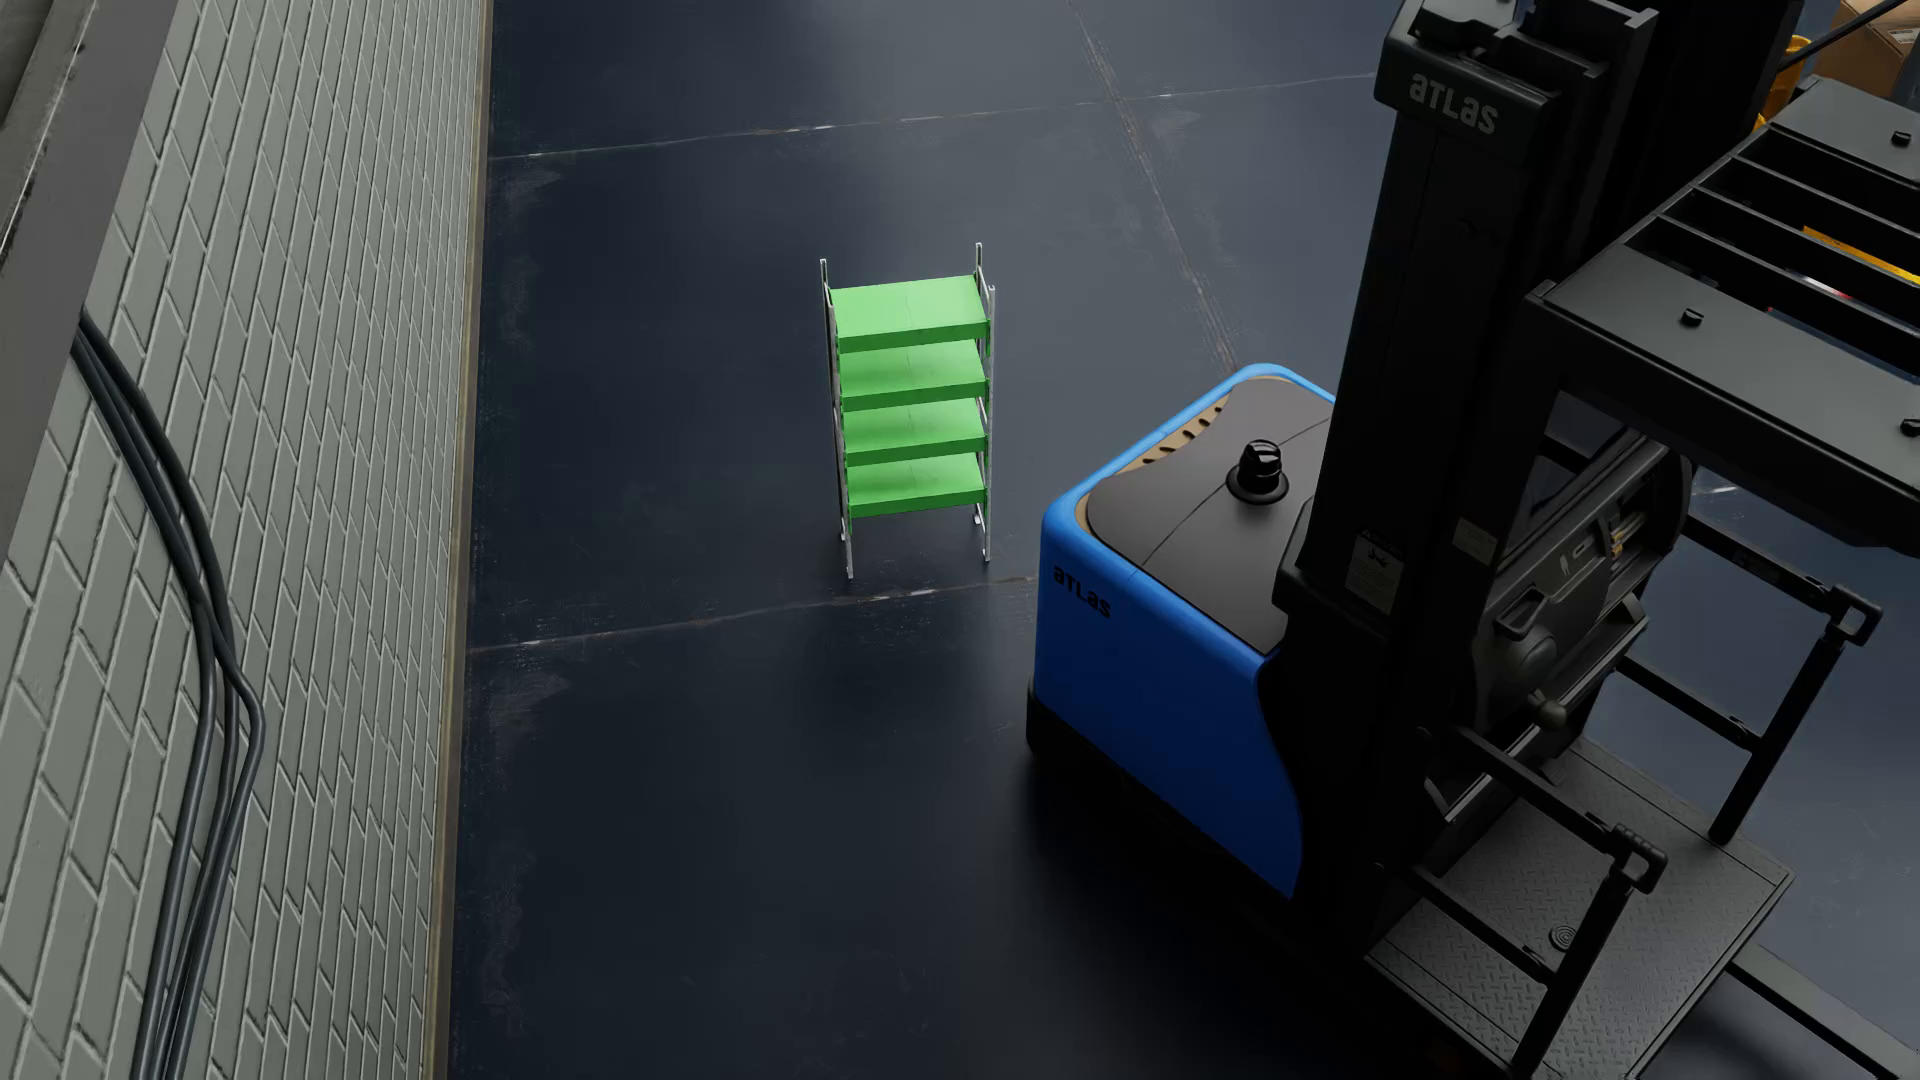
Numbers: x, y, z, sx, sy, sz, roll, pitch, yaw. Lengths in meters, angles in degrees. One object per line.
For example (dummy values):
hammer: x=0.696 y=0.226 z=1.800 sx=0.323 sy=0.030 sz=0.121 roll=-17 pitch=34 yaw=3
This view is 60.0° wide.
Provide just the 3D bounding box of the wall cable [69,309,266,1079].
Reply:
wall cable: x=-1.148 y=0.430 z=1.461 sx=0.112 sy=2.526 sz=3.097 roll=-7 pitch=46 yaw=-7

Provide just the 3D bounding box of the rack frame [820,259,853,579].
rack frame: x=-0.404 y=-0.366 z=5.487 sx=0.015 sy=1.200 sz=0.240 roll=-7 pitch=46 yaw=-7

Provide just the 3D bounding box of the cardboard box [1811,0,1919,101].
cardboard box: x=4.132 y=-2.048 z=7.288 sx=0.500 sy=0.500 sz=0.500 roll=-7 pitch=46 yaw=-7

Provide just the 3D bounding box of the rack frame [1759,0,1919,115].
rack frame: x=3.638 y=-2.521 z=6.314 sx=0.127 sy=3.000 sz=1.000 roll=-7 pitch=46 yaw=-7

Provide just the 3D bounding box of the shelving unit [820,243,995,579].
shelving unit: x=-0.163 y=-0.396 z=5.516 sx=0.503 sy=1.200 sz=0.258 roll=-7 pitch=46 yaw=-7

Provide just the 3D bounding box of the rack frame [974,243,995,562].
rack frame: x=0.077 y=-0.426 z=5.545 sx=0.015 sy=1.200 sz=0.240 roll=-7 pitch=46 yaw=-7

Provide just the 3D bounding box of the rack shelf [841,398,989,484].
rack shelf: x=-0.163 y=-0.352 z=5.562 sx=0.480 sy=0.148 sz=0.258 roll=-7 pitch=46 yaw=-7

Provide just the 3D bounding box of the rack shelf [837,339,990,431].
rack shelf: x=-0.163 y=-0.518 z=5.389 sx=0.480 sy=0.148 sz=0.258 roll=-7 pitch=46 yaw=-7

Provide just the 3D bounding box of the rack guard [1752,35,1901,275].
rack guard: x=3.713 y=-1.663 z=7.223 sx=0.348 sy=0.500 sz=1.175 roll=-7 pitch=46 yaw=-7

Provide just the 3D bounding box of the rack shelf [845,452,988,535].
rack shelf: x=-0.163 y=-0.185 z=5.735 sx=0.480 sy=0.148 sz=0.258 roll=-7 pitch=46 yaw=-7

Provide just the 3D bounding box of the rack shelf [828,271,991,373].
rack shelf: x=-0.163 y=-0.685 z=5.217 sx=0.480 sy=0.148 sz=0.258 roll=-7 pitch=46 yaw=-7

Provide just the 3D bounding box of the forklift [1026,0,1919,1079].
forklift: x=1.593 y=0.173 z=3.766 sx=1.130 sy=2.935 sz=3.031 roll=-35 pitch=55 yaw=-29
